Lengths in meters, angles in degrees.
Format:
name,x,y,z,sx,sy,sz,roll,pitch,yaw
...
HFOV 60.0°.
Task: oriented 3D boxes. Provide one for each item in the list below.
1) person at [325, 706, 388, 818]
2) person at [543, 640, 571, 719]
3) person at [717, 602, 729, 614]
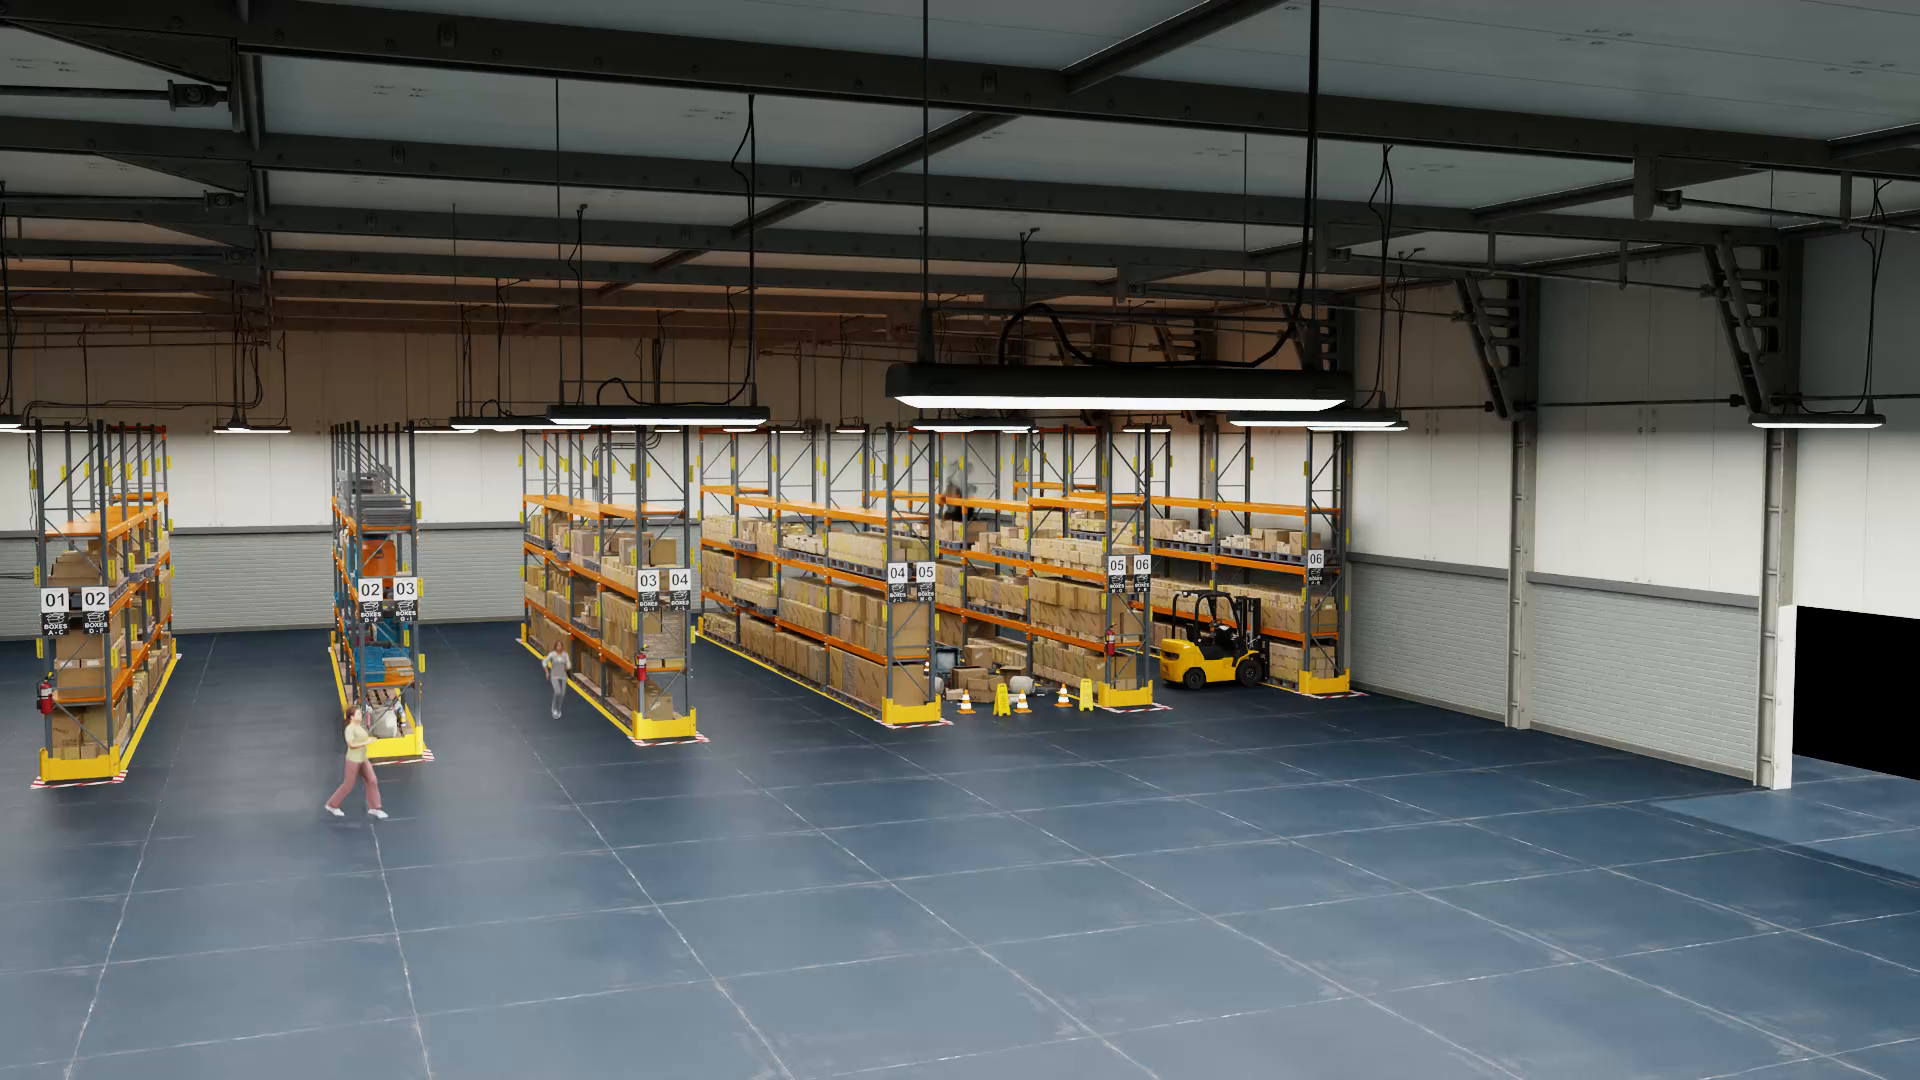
name,x,y,z,sx,sy,sz,roll,pitch,yaw
person,-9.011,3.316,24.791,0.908,1.691,0.561,0,4,3
person,-8.115,2.819,33.613,0.506,1.586,0.656,-2,4,-32
person,-7.005,1.804,49.465,0.759,1.770,0.592,-2,4,-28
